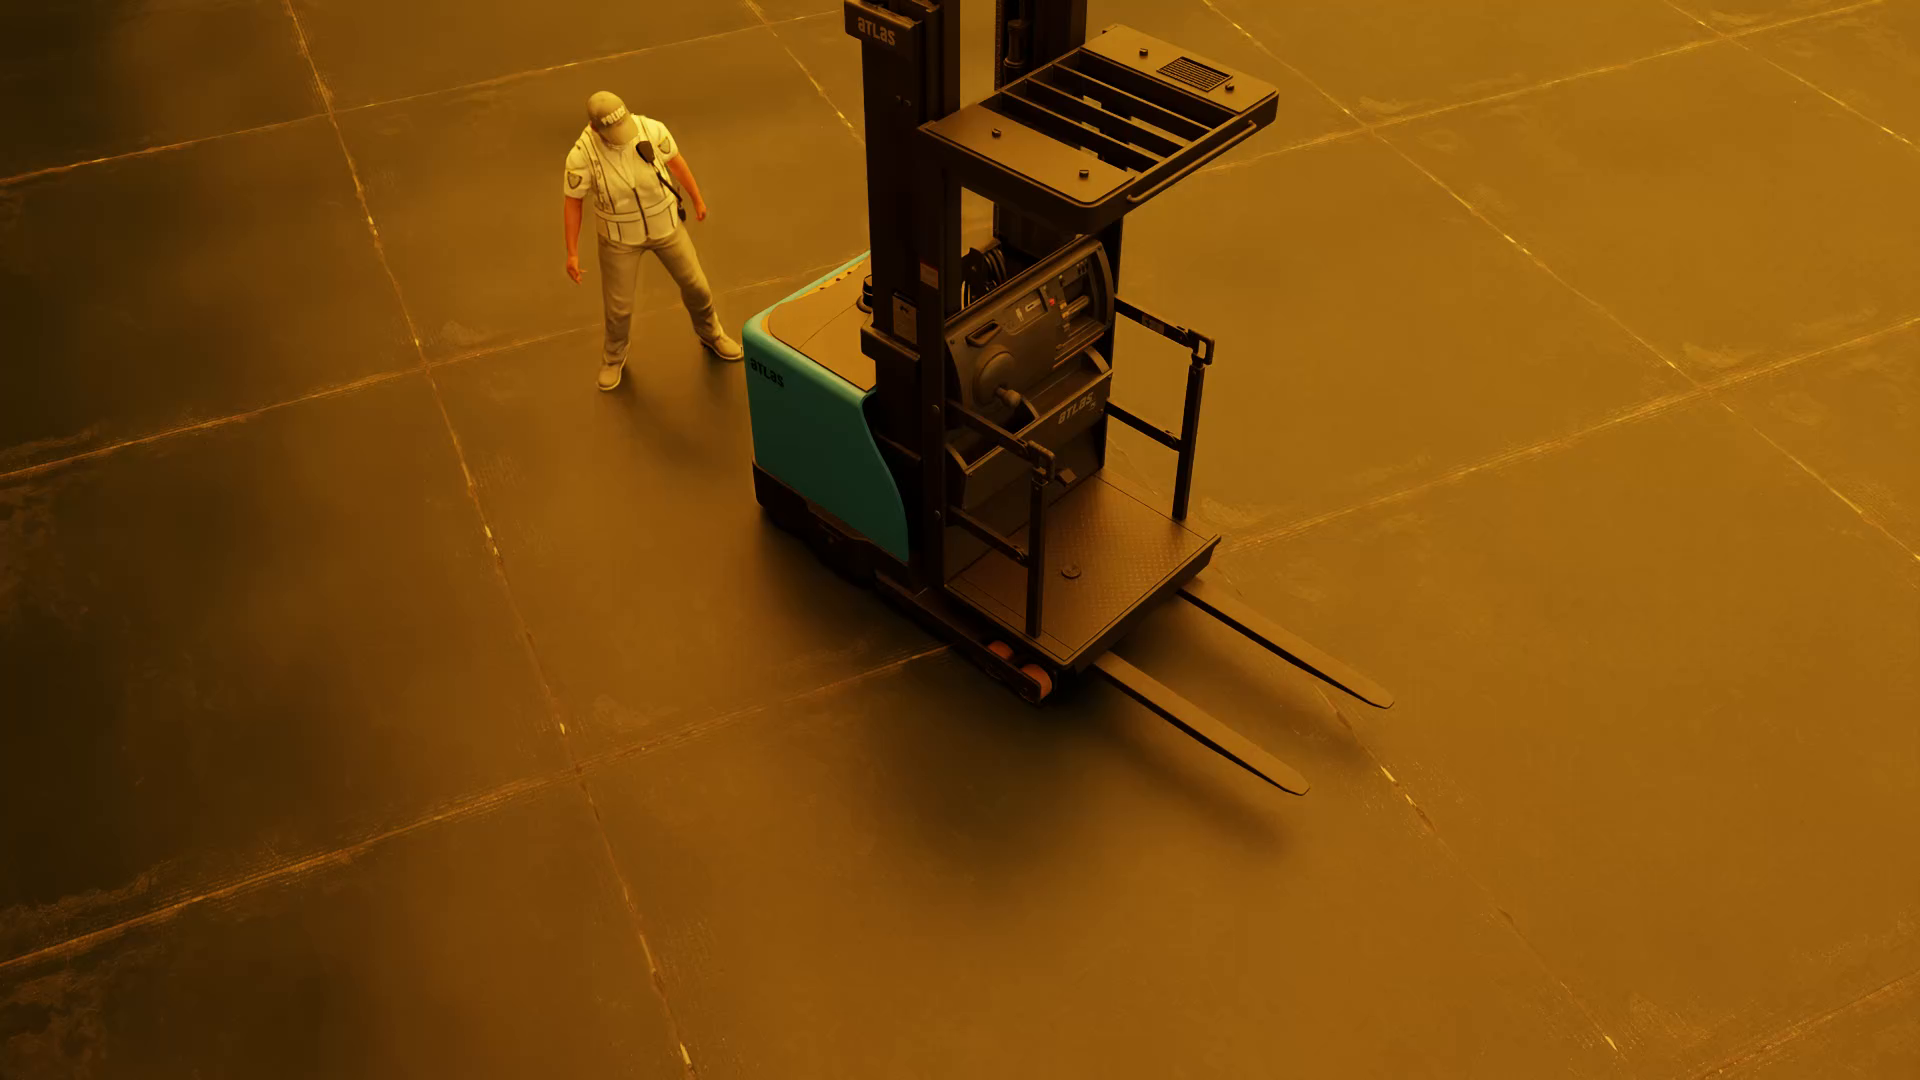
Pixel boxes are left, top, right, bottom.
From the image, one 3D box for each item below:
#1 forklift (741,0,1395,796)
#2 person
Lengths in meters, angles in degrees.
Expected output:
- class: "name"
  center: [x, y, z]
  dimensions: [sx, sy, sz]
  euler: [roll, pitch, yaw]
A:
- class: "forklift"
  center: [0.445, -0.788, 6.525]
  dimensions: [3.031, 2.935, 1.130]
  euler: [32, 52, 30]
- class: "person"
  center: [-1.577, -1.521, 8.276]
  dimensions: [0.840, 1.626, 0.443]
  euler: [-16, 45, -17]
